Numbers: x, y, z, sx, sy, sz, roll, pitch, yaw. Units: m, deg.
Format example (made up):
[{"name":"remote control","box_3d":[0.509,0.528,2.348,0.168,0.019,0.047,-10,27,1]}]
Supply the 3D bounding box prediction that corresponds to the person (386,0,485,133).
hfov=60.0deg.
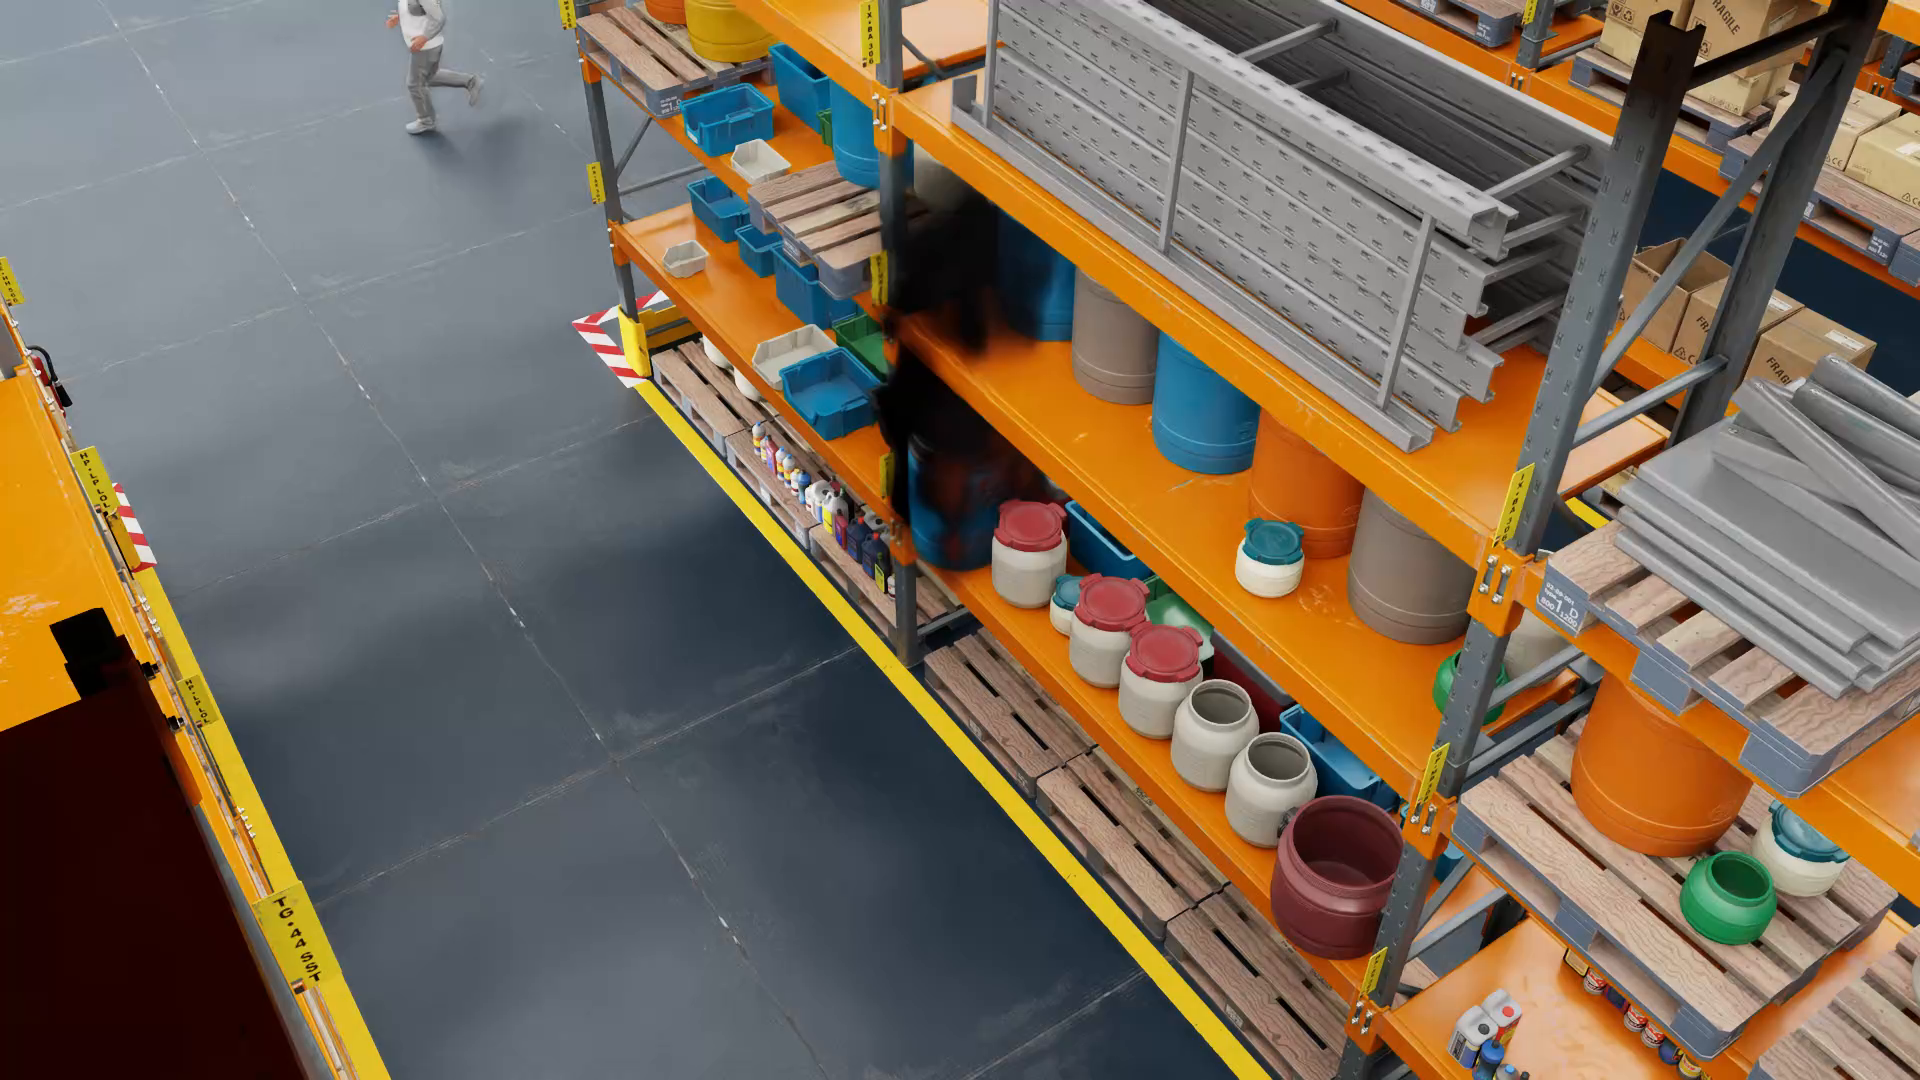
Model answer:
[{"name":"person","box_3d":[-4.962,-4.675,15.561,0.831,1.758,0.670,-12,44,-12]}]
